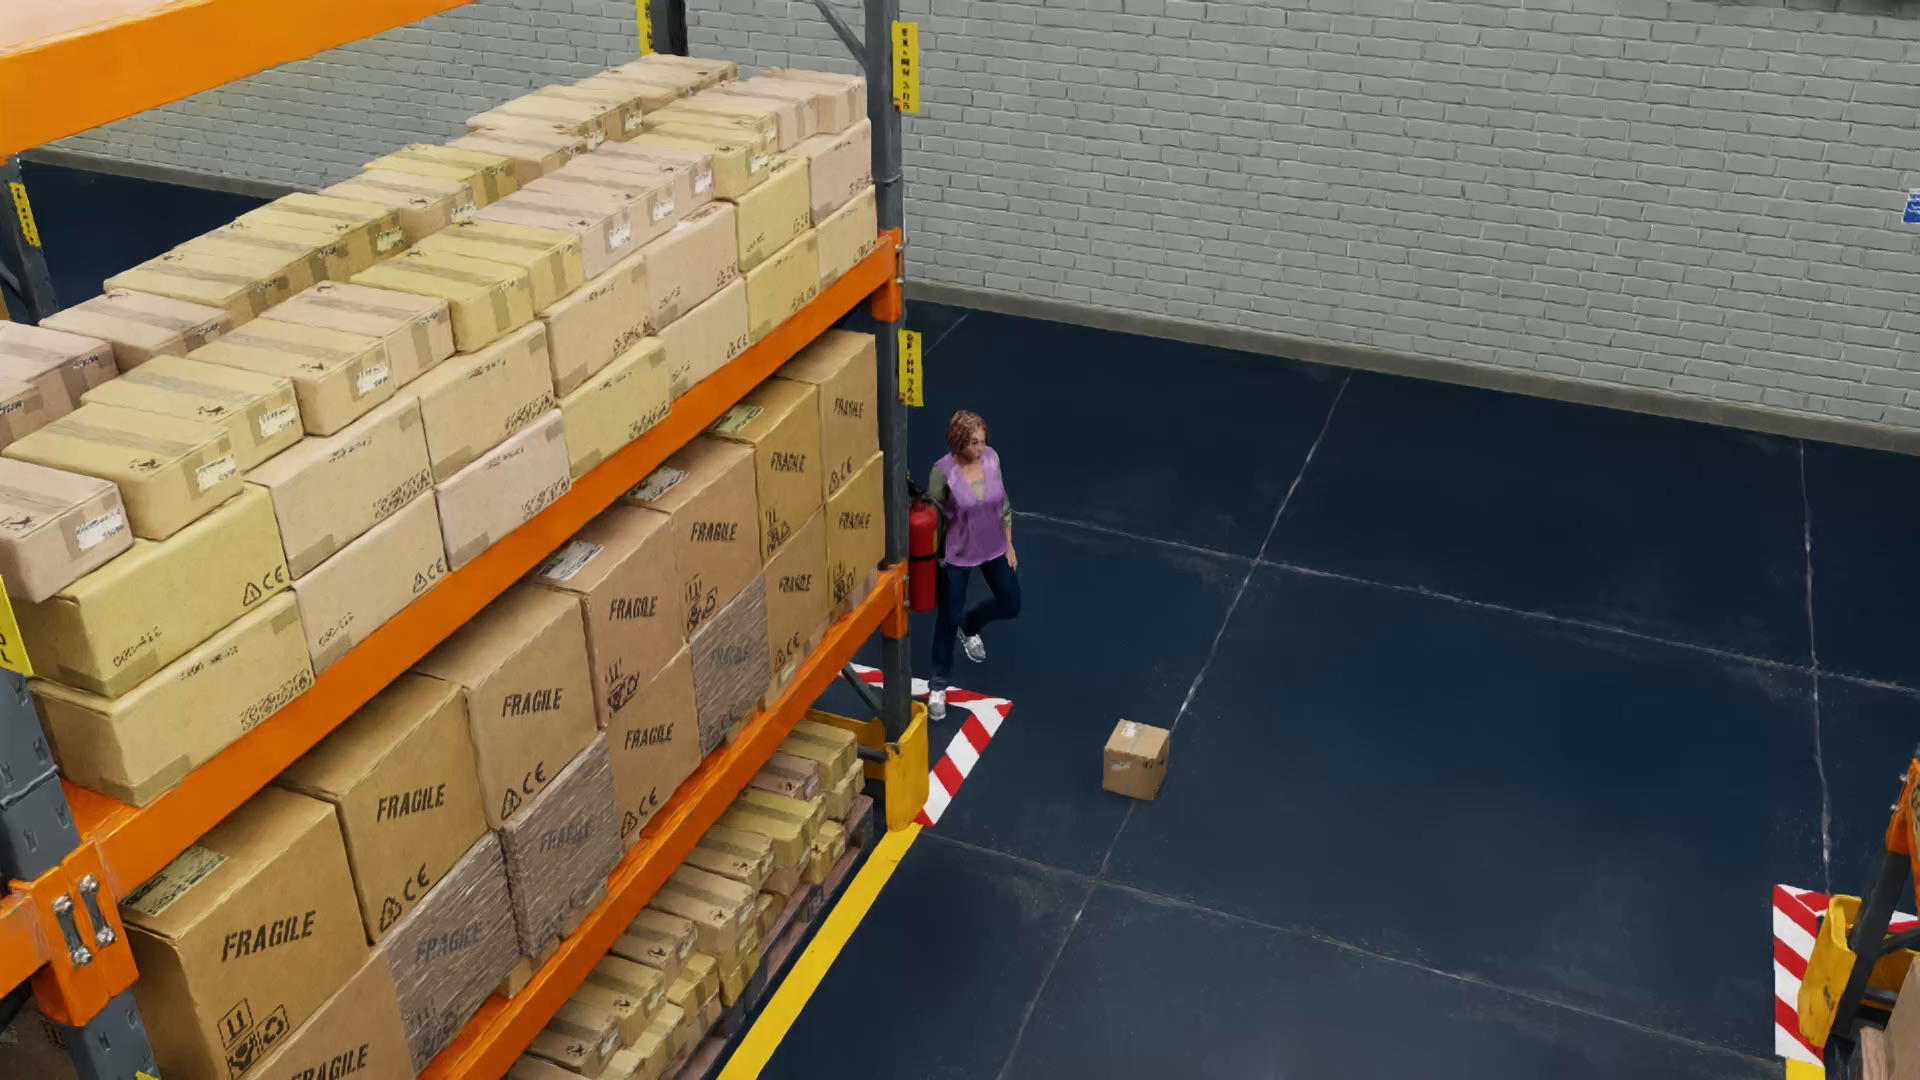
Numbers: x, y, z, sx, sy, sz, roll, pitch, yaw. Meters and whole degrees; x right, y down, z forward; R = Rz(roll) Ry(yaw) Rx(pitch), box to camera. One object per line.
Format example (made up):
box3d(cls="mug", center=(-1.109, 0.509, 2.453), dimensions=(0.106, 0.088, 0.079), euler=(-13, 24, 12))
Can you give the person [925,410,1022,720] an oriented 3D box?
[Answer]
box3d(cls="person", center=(-0.002, 0.063, 8.249), dimensions=(0.559, 1.594, 0.498), euler=(-15, 33, -24))
